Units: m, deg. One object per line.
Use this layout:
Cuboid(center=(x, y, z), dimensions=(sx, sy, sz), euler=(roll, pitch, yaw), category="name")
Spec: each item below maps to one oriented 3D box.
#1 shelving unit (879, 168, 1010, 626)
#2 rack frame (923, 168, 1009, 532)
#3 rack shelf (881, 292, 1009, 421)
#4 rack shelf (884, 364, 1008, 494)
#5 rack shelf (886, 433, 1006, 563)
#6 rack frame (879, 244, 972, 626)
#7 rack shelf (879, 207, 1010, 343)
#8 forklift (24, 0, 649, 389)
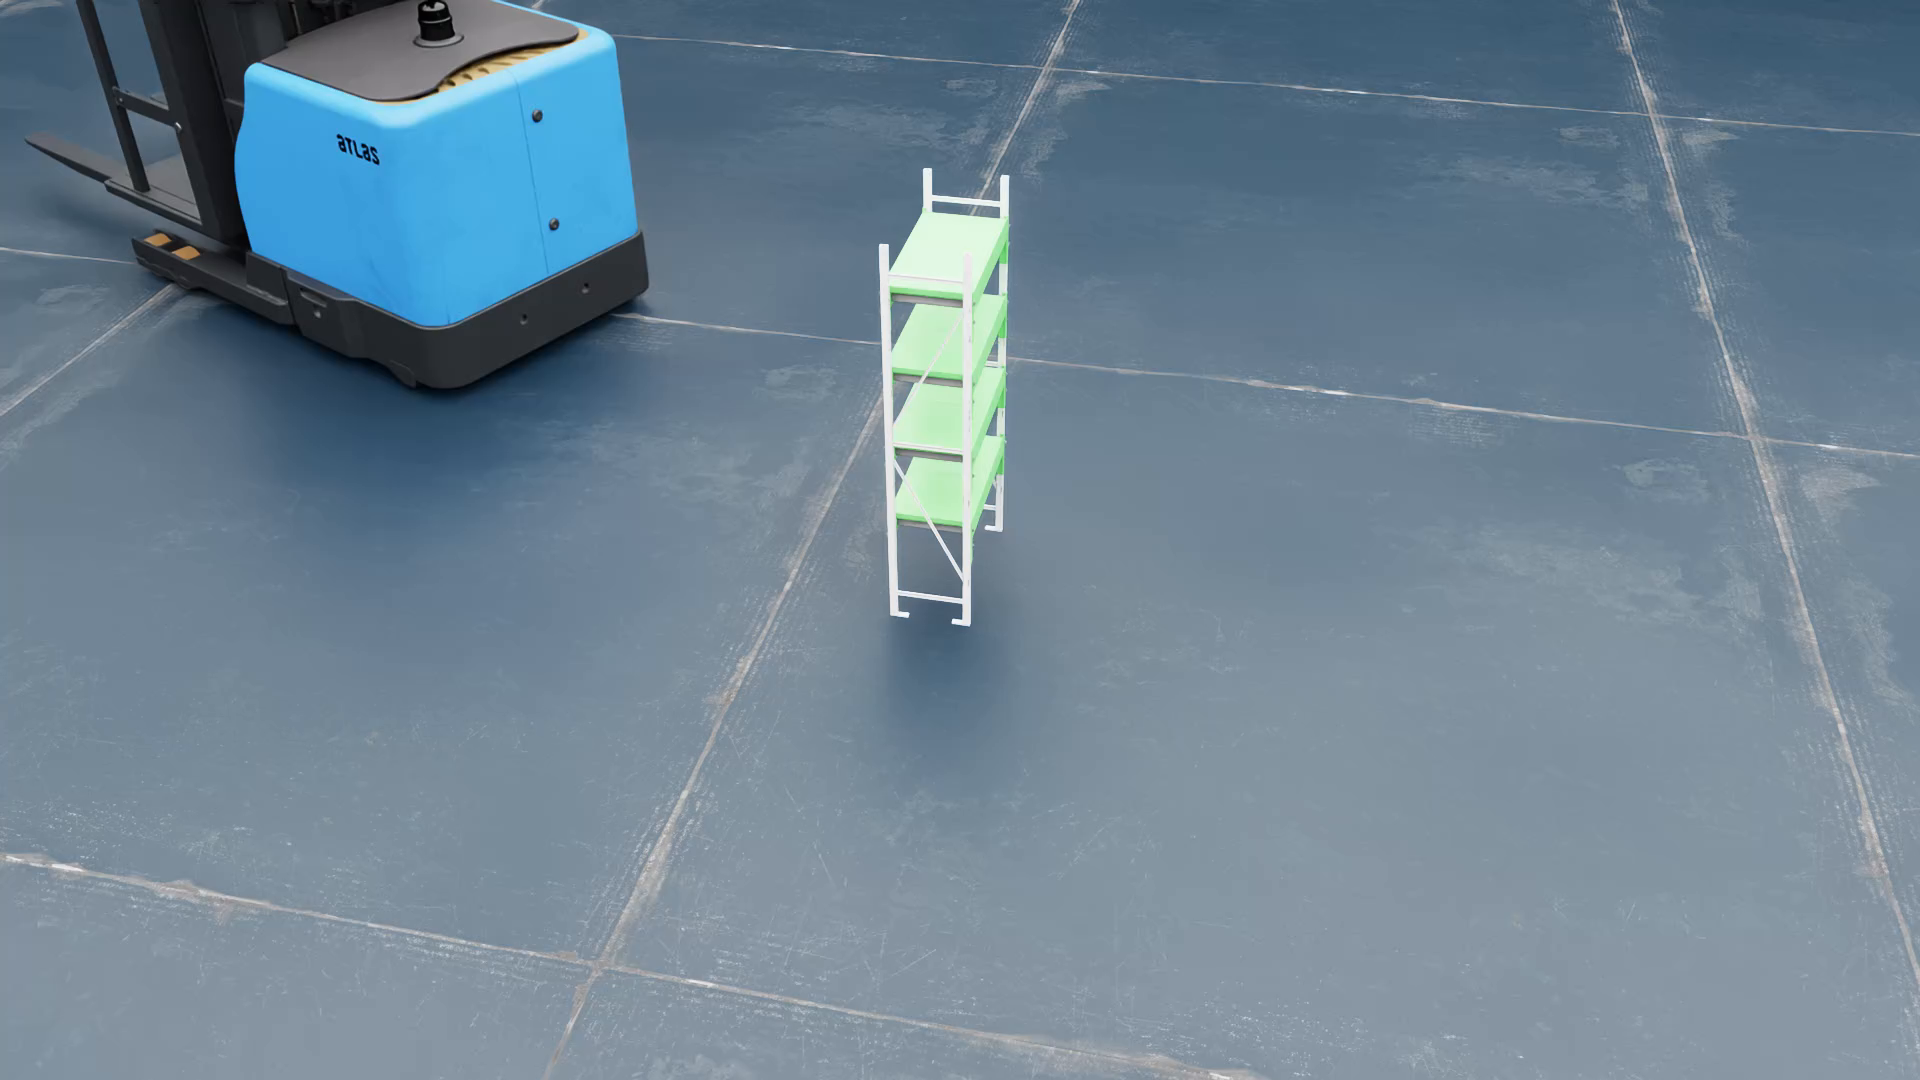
Cuboid(center=(-0.035, -0.391, 4.767), dimensions=(0.258, 1.200, 0.503), euler=(7, 37, 10), category="shelving unit")
Cuboid(center=(0.017, -0.531, 4.960), dimensions=(0.240, 1.200, 0.015), euler=(7, 37, 10), category="rack frame")
Cuboid(center=(-0.035, -0.534, 4.664), dimensions=(0.258, 0.148, 0.480), euler=(7, 37, 10), category="rack shelf")
Cuboid(center=(-0.035, -0.339, 4.804), dimensions=(0.258, 0.148, 0.480), euler=(7, 37, 10), category="rack shelf")
Cuboid(center=(-0.035, -0.145, 4.945), dimensions=(0.258, 0.148, 0.480), euler=(7, 37, 10), category="rack shelf")
Cuboid(center=(-0.087, -0.251, 4.574), dimensions=(0.240, 1.200, 0.015), euler=(7, 37, 10), category="rack frame")
Cuboid(center=(-0.035, -0.728, 4.523), dimensions=(0.258, 0.148, 0.480), euler=(7, 37, 10), category="rack shelf")
Cuboid(center=(-2.703, -2.410, 6.078), dimensions=(3.031, 2.935, 1.130), euler=(23, 42, 29), category="forklift")
